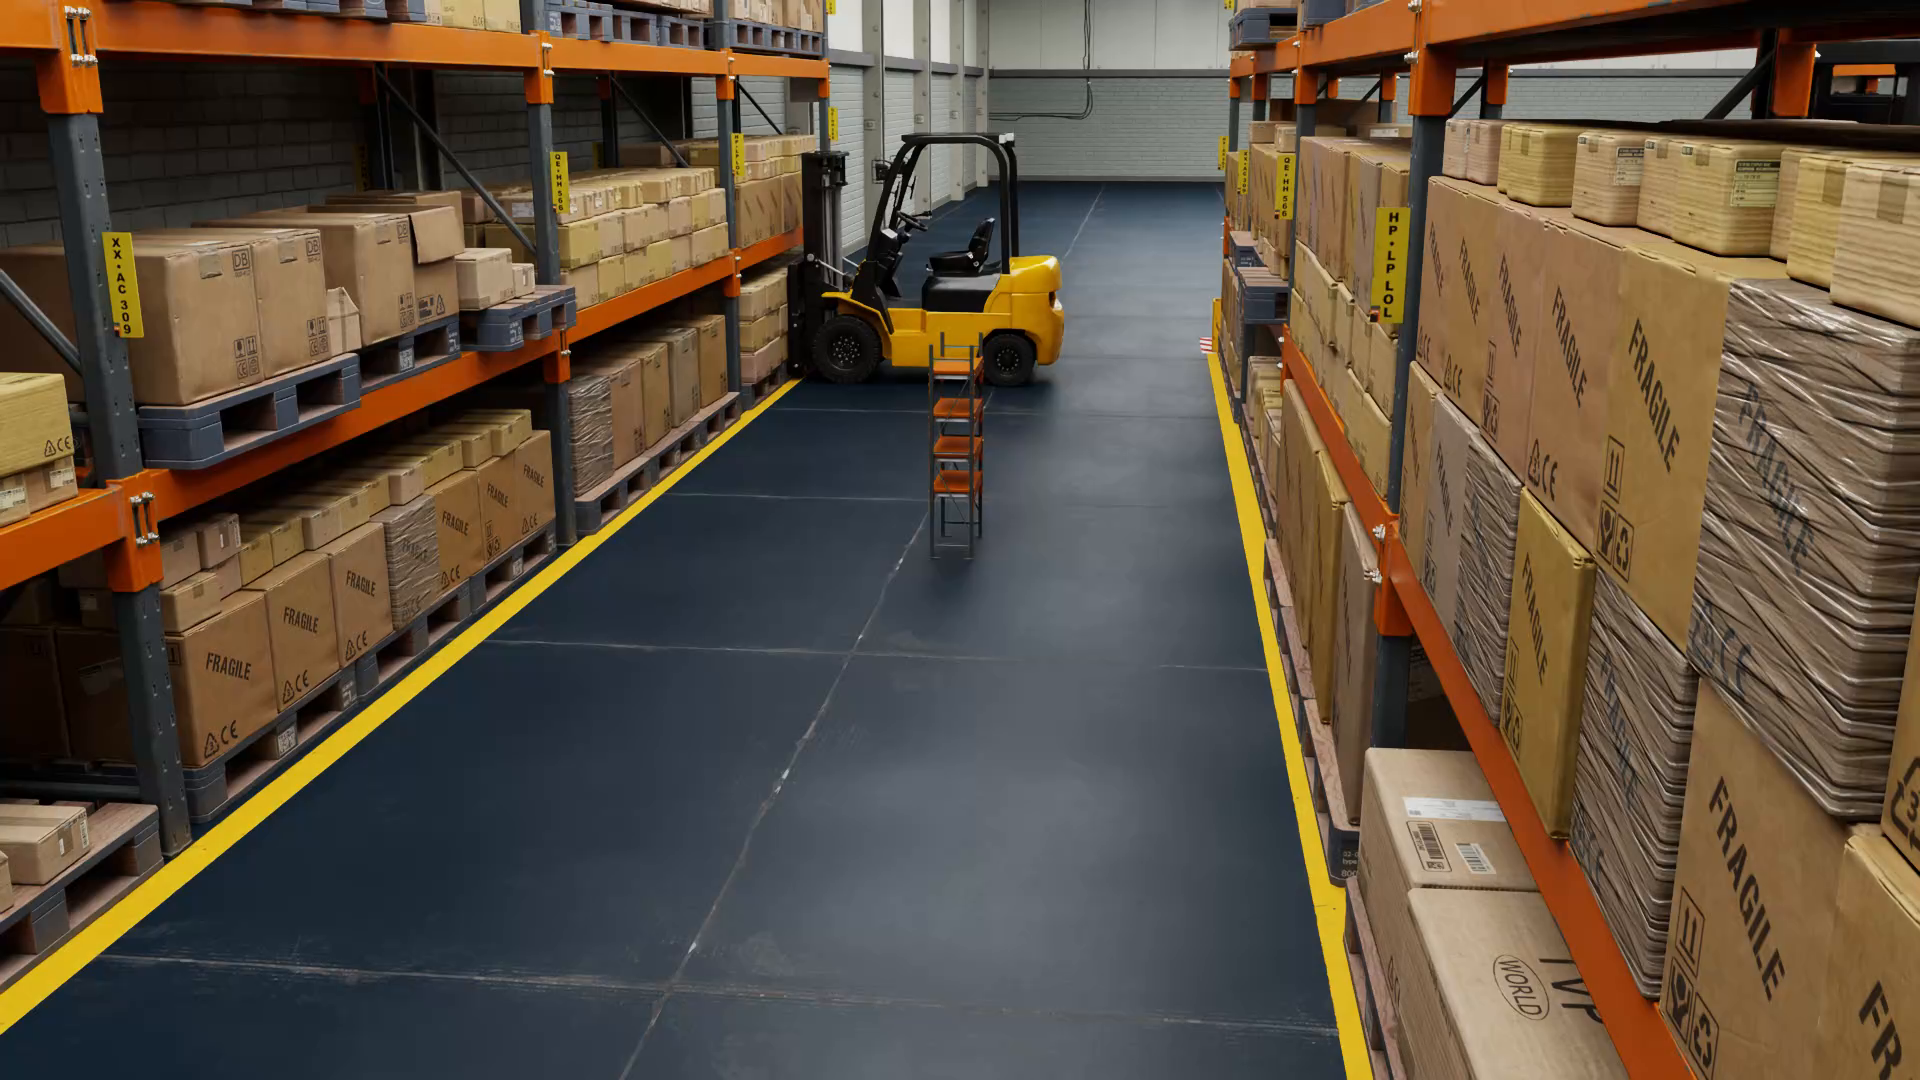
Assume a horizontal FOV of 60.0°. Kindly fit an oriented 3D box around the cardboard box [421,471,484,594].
[{"bbox_3d":[-2.669,-0.045,8.067,0.500,0.500,0.500,2,15,9],"label":"cardboard box"}]

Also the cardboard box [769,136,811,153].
[{"bbox_3d":[-1.639,-3.778,15.882,0.380,0.149,0.250,2,15,8],"label":"cardboard box"}]

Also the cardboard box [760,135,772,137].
[{"bbox_3d":[-2.059,-3.930,16.444,0.380,0.149,0.250,1,15,5],"label":"cardboard box"}]

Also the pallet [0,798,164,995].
[{"bbox_3d":[-3.241,1.131,5.074,1.003,0.211,1.213,2,15,6],"label":"pallet"}]

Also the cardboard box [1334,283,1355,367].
[{"bbox_3d":[1.679,-0.803,6.213,0.500,0.250,0.500,2,15,8],"label":"cardboard box"}]

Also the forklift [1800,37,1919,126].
[{"bbox_3d":[5.602,-1.631,10.079,3.031,2.935,1.130,-10,18,-33],"label":"forklift"}]

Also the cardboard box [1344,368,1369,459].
[{"bbox_3d":[1.628,-0.431,5.798,0.500,0.250,0.500,1,15,5],"label":"cardboard box"}]

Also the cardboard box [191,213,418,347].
[{"bbox_3d":[-2.739,-1.101,6.990,0.700,0.500,0.500,2,15,6],"label":"cardboard box"}]

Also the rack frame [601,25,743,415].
[{"bbox_3d":[-2.260,-2.468,13.042,1.000,3.000,0.127,2,15,6],"label":"rack frame"}]

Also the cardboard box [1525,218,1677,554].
[{"bbox_3d":[1.284,-0.268,2.801,0.500,0.500,0.500,2,15,6],"label":"cardboard box"}]

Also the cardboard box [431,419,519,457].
[{"bbox_3d":[-2.515,-0.532,8.626,0.380,0.149,0.250,1,15,3],"label":"cardboard box"}]

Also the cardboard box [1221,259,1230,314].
[{"bbox_3d":[2.756,-2.390,15.782,0.500,0.500,0.500,1,15,4],"label":"cardboard box"}]

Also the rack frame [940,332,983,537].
[{"bbox_3d":[0.009,-0.600,9.581,0.240,1.200,0.015,2,15,6],"label":"rack frame"}]

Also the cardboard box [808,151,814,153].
[{"bbox_3d":[-1.569,-3.701,16.170,0.380,0.149,0.250,2,15,7],"label":"cardboard box"}]

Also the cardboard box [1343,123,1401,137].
[{"bbox_3d":[2.780,-2.725,11.184,0.380,0.149,0.250,1,15,5],"label":"cardboard box"}]

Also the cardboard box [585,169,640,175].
[{"bbox_3d":[-2.595,-2.676,12.379,0.380,0.149,0.250,1,15,4],"label":"cardboard box"}]

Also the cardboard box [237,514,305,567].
[{"bbox_3d":[-2.868,0.000,6.657,0.380,0.149,0.250,1,15,5],"label":"cardboard box"}]

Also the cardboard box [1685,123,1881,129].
[{"bbox_3d":[1.876,-0.873,3.794,0.380,0.149,0.250,2,15,6],"label":"cardboard box"}]

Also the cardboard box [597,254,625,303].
[{"bbox_3d":[-2.357,-1.596,10.106,0.500,0.250,0.500,1,15,5],"label":"cardboard box"}]

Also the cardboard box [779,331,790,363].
[{"bbox_3d":[-1.792,-1.725,14.758,0.500,0.250,0.500,2,15,7],"label":"cardboard box"}]

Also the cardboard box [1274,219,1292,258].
[{"bbox_3d":[1.996,-1.806,9.028,0.500,0.500,0.500,1,15,5],"label":"cardboard box"}]

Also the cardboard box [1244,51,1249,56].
[{"bbox_3d":[2.632,-4.206,14.203,0.380,0.149,0.250,1,15,5],"label":"cardboard box"}]

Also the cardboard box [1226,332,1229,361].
[{"bbox_3d":[2.644,-1.760,14.889,0.500,0.250,0.500,3,15,10],"label":"cardboard box"}]

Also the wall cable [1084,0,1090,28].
[{"bbox_3d":[4.937,-15.613,46.434,3.097,2.526,0.112,2,15,6],"label":"wall cable"}]

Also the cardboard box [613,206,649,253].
[{"bbox_3d":[-2.284,-1.972,10.539,0.500,0.250,0.500,1,15,5],"label":"cardboard box"}]

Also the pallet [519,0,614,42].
[{"bbox_3d":[-2.724,-2.966,9.499,1.213,0.211,1.003,2,15,9],"label":"pallet"}]

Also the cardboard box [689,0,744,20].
[{"bbox_3d":[-1.908,-4.153,13.013,0.380,0.149,0.250,2,15,7],"label":"cardboard box"}]

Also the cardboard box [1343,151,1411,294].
[{"bbox_3d":[1.698,-1.167,6.125,0.500,0.500,0.500,2,15,8],"label":"cardboard box"}]

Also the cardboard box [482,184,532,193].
[{"bbox_3d":[-2.802,-2.150,10.432,0.380,0.149,0.250,2,15,6],"label":"cardboard box"}]

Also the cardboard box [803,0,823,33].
[{"bbox_3d":[-1.616,-5.131,15.955,0.500,0.500,0.500,2,15,8],"label":"cardboard box"}]

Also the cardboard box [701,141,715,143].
[{"bbox_3d":[-2.348,-3.396,14.470,0.380,0.149,0.250,2,15,6],"label":"cardboard box"}]

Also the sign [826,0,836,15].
[{"bbox_3d":[-1.271,-5.323,16.310,0.100,0.325,0.005,2,15,6],"label":"sign"}]

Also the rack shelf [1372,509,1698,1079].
[{"bbox_3d":[1.544,0.618,3.007,1.077,0.370,4.000,2,15,6],"label":"rack shelf"}]

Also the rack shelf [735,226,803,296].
[{"bbox_3d":[-2.034,-2.639,15.055,1.077,0.370,4.000,2,15,6],"label":"rack shelf"}]

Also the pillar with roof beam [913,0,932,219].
[{"bbox_3d":[3.526,-10.789,32.322,9.100,9.000,0.400,2,15,6],"label":"pillar with roof beam"}]

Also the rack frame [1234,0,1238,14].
[{"bbox_3d":[3.124,-6.256,15.559,1.000,3.000,0.127,2,15,6],"label":"rack frame"}]

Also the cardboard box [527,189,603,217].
[{"bbox_3d":[-2.350,-2.003,9.887,0.380,0.149,0.250,2,15,8],"label":"cardboard box"}]

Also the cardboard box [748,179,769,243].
[{"bbox_3d":[-1.908,-2.759,13.928,0.500,0.500,0.500,2,15,7],"label":"cardboard box"}]

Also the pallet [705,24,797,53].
[{"bbox_3d":[-2.049,-4.411,14.650,1.003,0.211,1.213,2,15,6],"label":"pallet"}]

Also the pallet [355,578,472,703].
[{"bbox_3d":[-2.973,0.424,7.691,1.003,0.211,1.213,2,15,6],"label":"pallet"}]

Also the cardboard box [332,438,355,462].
[{"bbox_3d":[-3.208,-0.411,8.176,0.380,0.149,0.250,1,15,4],"label":"cardboard box"}]

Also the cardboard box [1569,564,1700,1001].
[{"bbox_3d":[1.230,0.345,2.448,0.500,0.500,0.500,2,15,8],"label":"cardboard box"}]

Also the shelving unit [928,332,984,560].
[{"bbox_3d":[-0.019,-0.536,9.347,0.258,1.200,0.503,2,15,6],"label":"shelving unit"}]

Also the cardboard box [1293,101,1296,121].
[{"bbox_3d":[3.017,-3.237,13.209,0.700,0.500,0.500,2,15,7],"label":"cardboard box"}]

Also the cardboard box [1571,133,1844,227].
[{"bbox_3d":[1.286,-0.623,2.870,0.380,0.149,0.250,2,15,6],"label":"cardboard box"}]

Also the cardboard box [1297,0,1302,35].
[{"bbox_3d":[2.365,-3.180,9.730,0.797,0.503,0.637,2,15,6],"label":"cardboard box"}]

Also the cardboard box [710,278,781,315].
[{"bbox_3d":[-1.826,-2.074,14.135,0.500,0.250,0.500,2,15,6],"label":"cardboard box"}]

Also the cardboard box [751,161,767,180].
[{"bbox_3d":[-1.832,-3.102,13.952,0.380,0.149,0.250,2,15,7],"label":"cardboard box"}]

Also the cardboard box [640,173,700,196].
[{"bbox_3d":[-2.067,-2.533,11.848,0.380,0.149,0.250,1,15,5],"label":"cardboard box"}]

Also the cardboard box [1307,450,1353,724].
[{"bbox_3d":[1.854,0.177,6.525,0.875,0.875,0.875,2,15,8],"label":"cardboard box"}]

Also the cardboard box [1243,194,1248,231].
[{"bbox_3d":[2.475,-2.637,12.907,0.500,0.500,0.500,1,15,5],"label":"cardboard box"}]

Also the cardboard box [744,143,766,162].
[{"bbox_3d":[-1.839,-3.247,13.921,0.380,0.149,0.250,2,15,8],"label":"cardboard box"}]

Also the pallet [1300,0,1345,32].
[{"bbox_3d":[2.201,-2.473,7.678,1.213,0.211,1.003,2,15,9],"label":"pallet"}]
